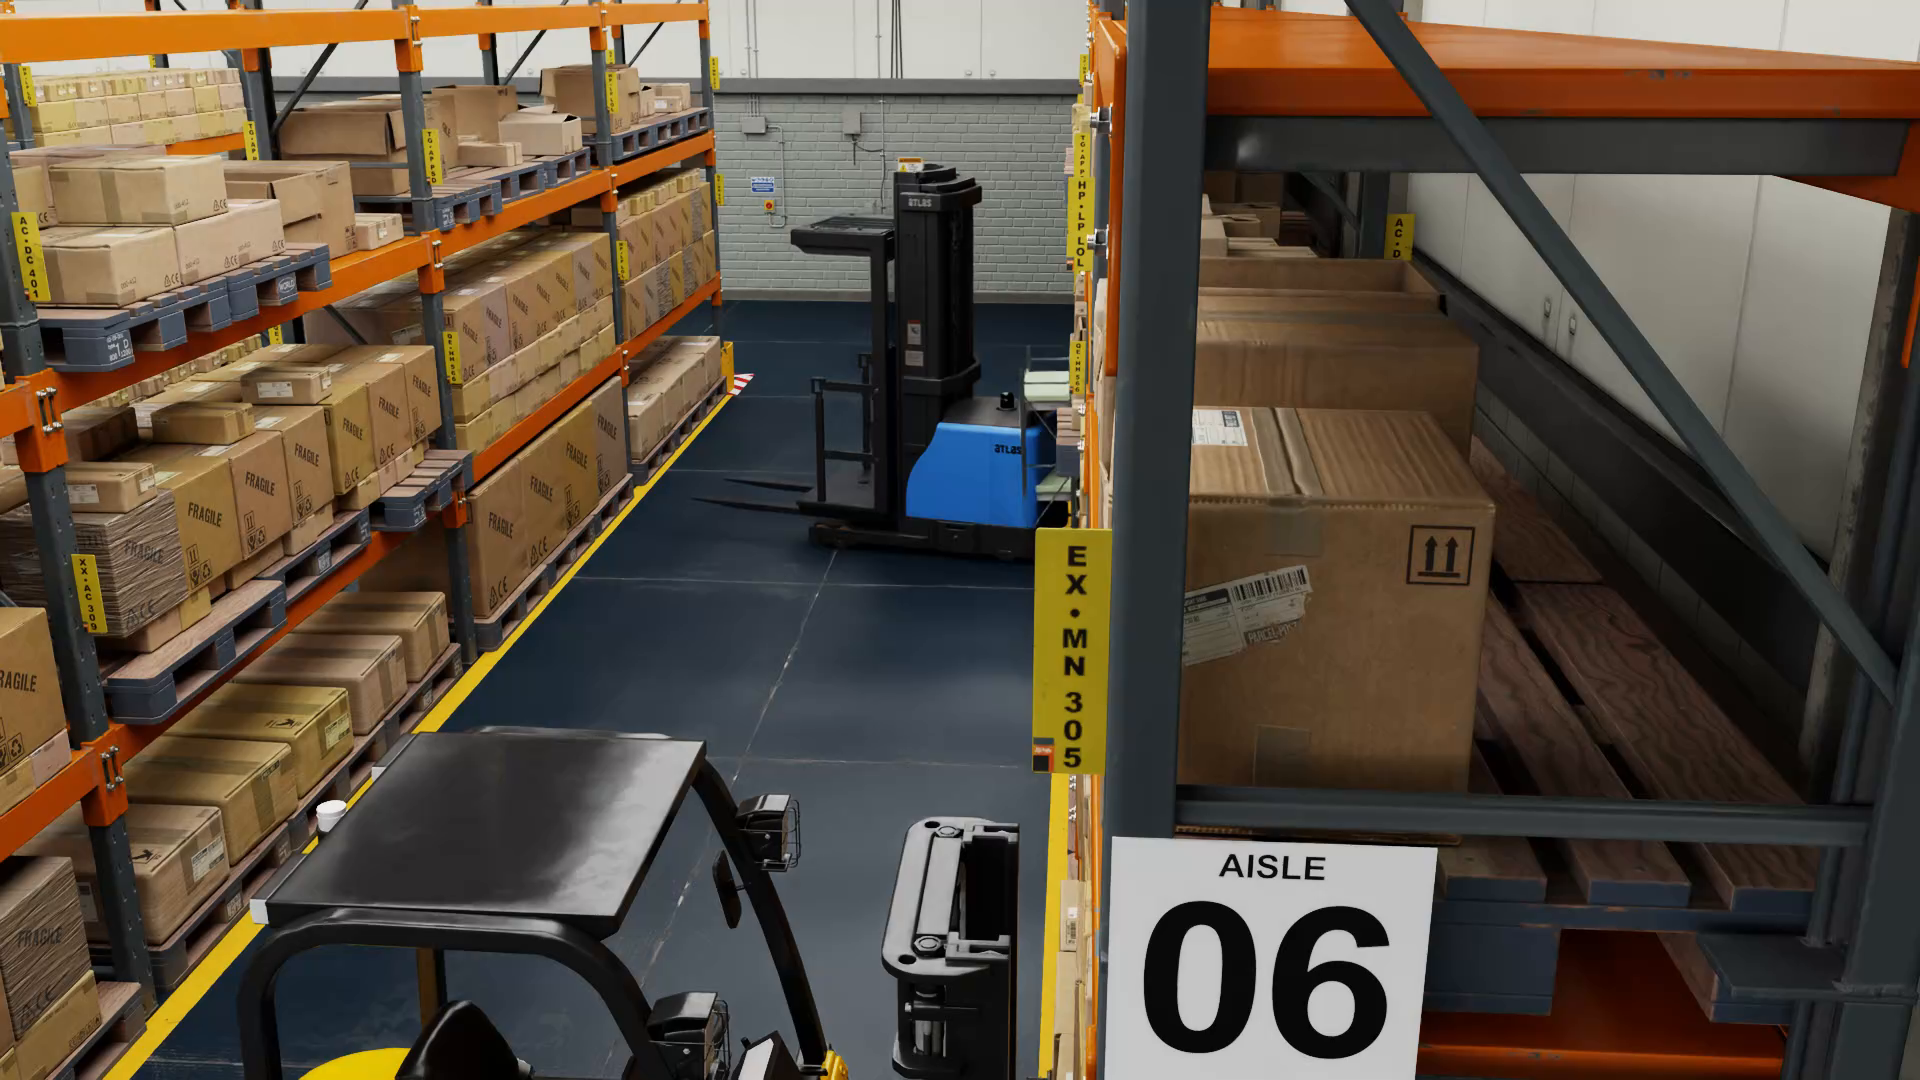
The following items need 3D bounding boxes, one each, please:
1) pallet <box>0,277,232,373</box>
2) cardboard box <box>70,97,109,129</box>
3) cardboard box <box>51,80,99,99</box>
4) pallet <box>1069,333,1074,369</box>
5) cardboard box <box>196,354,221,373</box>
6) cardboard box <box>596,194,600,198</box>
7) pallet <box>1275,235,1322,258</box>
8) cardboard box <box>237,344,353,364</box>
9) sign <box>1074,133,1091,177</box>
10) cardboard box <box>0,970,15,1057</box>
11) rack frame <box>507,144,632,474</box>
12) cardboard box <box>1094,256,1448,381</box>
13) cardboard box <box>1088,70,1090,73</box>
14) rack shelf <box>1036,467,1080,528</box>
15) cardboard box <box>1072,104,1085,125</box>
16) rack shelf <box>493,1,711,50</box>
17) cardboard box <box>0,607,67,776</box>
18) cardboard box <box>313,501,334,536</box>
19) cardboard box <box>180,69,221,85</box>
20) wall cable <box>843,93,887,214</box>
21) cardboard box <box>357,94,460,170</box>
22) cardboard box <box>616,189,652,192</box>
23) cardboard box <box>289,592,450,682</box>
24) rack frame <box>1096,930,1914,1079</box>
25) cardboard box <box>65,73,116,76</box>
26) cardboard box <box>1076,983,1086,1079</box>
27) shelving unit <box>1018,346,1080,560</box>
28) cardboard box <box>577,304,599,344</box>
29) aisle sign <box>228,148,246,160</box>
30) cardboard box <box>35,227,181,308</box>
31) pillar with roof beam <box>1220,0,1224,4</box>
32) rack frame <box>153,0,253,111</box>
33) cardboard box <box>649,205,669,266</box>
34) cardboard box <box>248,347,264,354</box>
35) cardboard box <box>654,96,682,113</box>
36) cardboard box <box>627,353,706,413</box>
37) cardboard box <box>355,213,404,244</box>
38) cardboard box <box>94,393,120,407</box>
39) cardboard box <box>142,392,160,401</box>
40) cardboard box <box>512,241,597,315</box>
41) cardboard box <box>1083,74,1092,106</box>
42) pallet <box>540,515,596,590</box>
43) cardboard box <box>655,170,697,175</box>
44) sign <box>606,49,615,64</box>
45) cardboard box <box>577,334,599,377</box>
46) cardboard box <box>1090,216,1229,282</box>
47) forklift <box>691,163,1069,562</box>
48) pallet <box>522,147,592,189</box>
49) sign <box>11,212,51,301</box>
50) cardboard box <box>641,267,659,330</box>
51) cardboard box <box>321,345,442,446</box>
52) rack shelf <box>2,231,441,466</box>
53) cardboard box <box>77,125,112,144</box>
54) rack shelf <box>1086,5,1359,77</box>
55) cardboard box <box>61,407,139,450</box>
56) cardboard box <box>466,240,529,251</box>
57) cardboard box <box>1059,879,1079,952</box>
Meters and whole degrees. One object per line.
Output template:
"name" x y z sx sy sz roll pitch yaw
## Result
"pallet" -3.832 -0.911 6.871 1.213 0.211 1.003 1 18 4
"cardboard box" -8.040 -3.840 14.945 0.500 0.250 0.500 1 18 4
"cardboard box" -8.013 -4.058 14.971 0.380 0.149 0.250 1 18 2
"pallet" 1.376 -1.424 13.259 1.003 0.211 1.213 1 18 4
"cardboard box" -7.865 -1.825 17.125 0.380 0.149 0.250 2 18 6
"cardboard box" -3.550 -3.199 15.562 0.380 0.149 0.250 1 18 3
"pallet" 1.218 -1.294 8.040 1.003 0.211 1.213 2 18 6
"cardboard box" -3.959 -0.882 9.984 0.500 0.500 0.500 1 18 2
"sign" 0.714 -2.202 9.679 0.100 0.325 0.005 1 18 4
"cardboard box" -3.792 1.713 5.915 0.500 0.500 0.500 2 18 5
"rack frame" -3.409 -1.870 14.313 1.000 3.000 0.127 1 18 4
"cardboard box" 0.724 -0.395 3.993 0.797 0.503 0.637 2 18 6
"cardboard box" 1.546 -4.604 16.799 0.500 0.250 0.500 1 18 3
"rack shelf" 0.721 -0.378 12.991 0.431 0.370 0.720 0 20 7
"cardboard box" 1.083 -3.372 13.170 0.380 0.149 0.250 2 18 6
"rack shelf" -3.266 -4.810 15.449 1.077 0.370 4.000 1 18 4
"cardboard box" -3.767 0.569 6.230 0.500 0.500 0.500 1 18 3
"cardboard box" -3.517 -0.118 8.695 0.380 0.149 0.250 1 18 2
"cardboard box" -7.892 -4.788 17.199 0.380 0.149 0.250 2 18 5
"wall cable" -1.326 -5.319 23.207 0.588 1.984 0.122 1 18 4
"cardboard box" -3.859 -2.854 11.664 0.500 0.500 0.500 1 18 4
"cardboard box" -3.086 -3.191 15.537 0.380 0.149 0.250 1 18 4
"cardboard box" -3.747 0.597 10.331 0.950 0.372 0.625 0 18 0
"rack frame" 0.682 1.966 2.605 1.000 3.000 0.127 1 18 4
"cardboard box" -8.491 -4.478 16.253 0.380 0.149 0.250 2 18 6
"cardboard box" 0.538 1.440 4.050 0.500 0.500 0.500 1 18 3
"shelving unit" 0.707 -0.683 12.879 0.431 1.500 0.755 0 20 7
"cardboard box" -3.227 -1.739 13.350 0.500 0.250 0.500 2 18 5
"aisle sign" -7.763 -4.443 17.990 0.394 0.787 0.004 1 18 4
"cardboard box" -3.541 -1.112 6.748 0.500 0.250 0.500 1 18 2
"pillar with roof beam" -1.373 -6.767 19.623 9.100 9.000 0.400 1 18 4
"rack frame" -8.067 -6.042 17.412 1.000 3.000 0.127 1 18 4
"cardboard box" -3.043 -2.851 15.540 0.500 0.500 0.500 2 18 5
"cardboard box" -7.820 -2.007 18.159 0.380 0.149 0.250 1 18 2
"cardboard box" -3.015 -4.392 16.760 0.380 0.149 0.250 0 18 0
"cardboard box" -3.127 -1.603 16.938 0.875 0.438 0.875 2 18 5
"cardboard box" -3.509 -1.831 9.781 0.380 0.149 0.250 1 18 4
"cardboard box" -8.044 -1.263 15.410 0.380 0.149 0.250 2 18 7
"cardboard box" -8.033 -1.367 16.203 0.380 0.149 0.250 2 18 6
"cardboard box" -3.221 -2.088 13.210 0.500 0.500 0.500 2 18 5
"cardboard box" 1.172 -3.566 13.097 0.396 0.266 0.258 1 18 3
"pallet" -3.474 0.076 12.851 1.003 0.211 1.213 1 18 4
"cardboard box" -2.943 -3.748 17.236 0.380 0.149 0.250 2 18 5
"sign" -3.676 -5.005 17.533 0.100 0.325 0.005 1 18 4
"cardboard box" -3.228 -1.496 13.412 0.500 0.250 0.500 1 18 3
"cardboard box" 0.777 -1.136 6.564 0.500 0.311 0.500 1 18 2
"forklift" -0.690 -1.480 13.232 3.031 2.935 1.130 6 19 17
"pallet" -3.426 -2.919 13.004 0.805 0.209 1.217 1 18 2
"sign" -3.441 -1.047 6.153 0.100 0.325 0.005 1 18 4
"cardboard box" -3.074 -2.214 15.201 0.500 0.500 0.500 1 18 4
"cardboard box" -3.451 -0.869 9.945 0.500 0.500 0.500 1 18 2
"rack shelf" -3.839 -1.090 8.271 1.077 0.370 4.000 1 18 4
"cardboard box" -8.031 -3.597 15.007 0.500 0.250 0.500 1 18 3
"rack shelf" 1.112 -2.216 7.532 1.077 0.370 4.000 1 18 4
"cardboard box" -4.142 -0.531 7.871 0.380 0.149 0.250 1 18 2
"cardboard box" -3.736 -2.104 13.260 0.500 0.500 0.500 1 18 4
"cardboard box" 0.621 1.499 6.166 0.500 0.250 0.500 1 18 3
